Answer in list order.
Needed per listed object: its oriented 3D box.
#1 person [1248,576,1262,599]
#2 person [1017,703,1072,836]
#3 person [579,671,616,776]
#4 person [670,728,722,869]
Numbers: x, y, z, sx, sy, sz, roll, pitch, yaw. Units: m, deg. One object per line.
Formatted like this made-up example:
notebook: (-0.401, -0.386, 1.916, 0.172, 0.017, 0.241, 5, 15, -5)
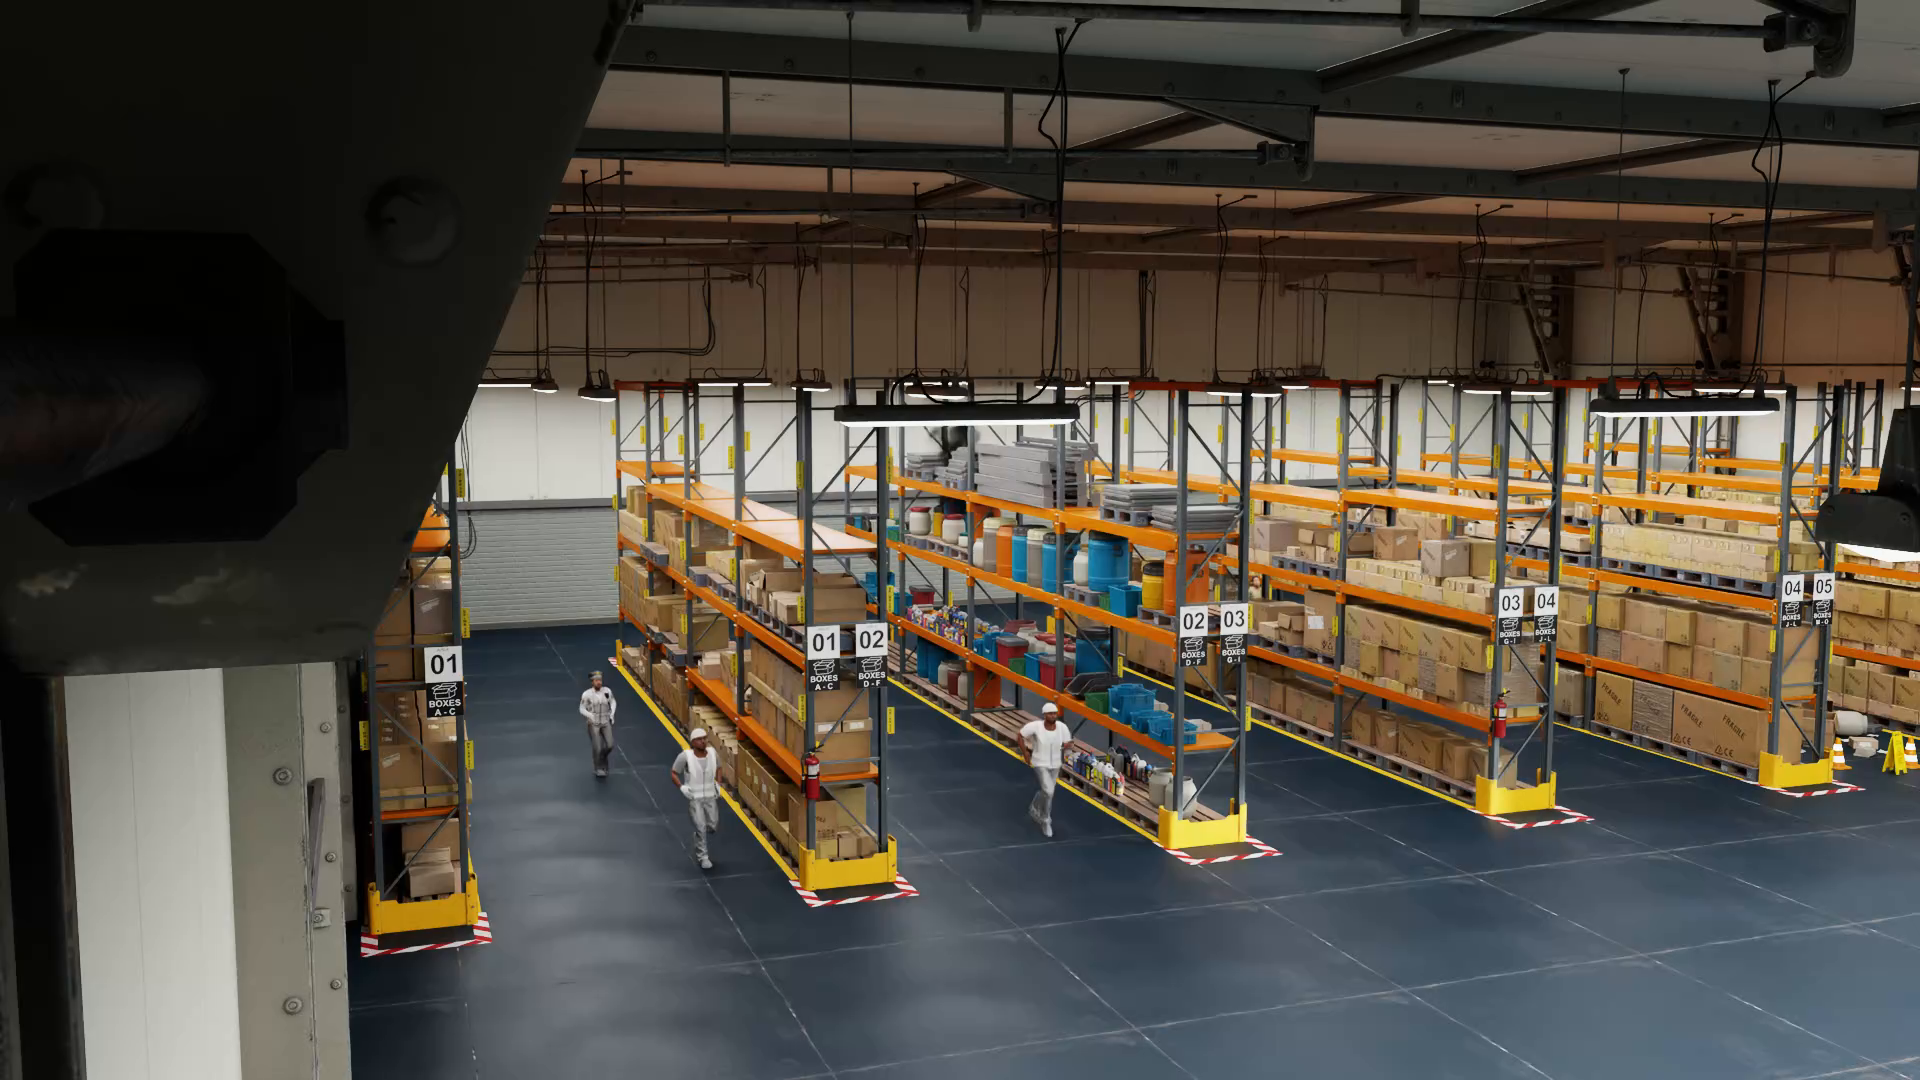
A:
person: (6.618, 1.589, 37.052, 0.590, 1.615, 0.749, -1, 6, -11)
person: (1.167, 3.093, 22.597, 0.671, 1.821, 0.814, -3, 7, -27)
person: (-5.505, 2.813, 25.452, 0.589, 1.653, 0.528, -3, 7, -25)
person: (-3.311, 3.241, 21.054, 0.690, 1.751, 0.622, -4, 7, -31)
